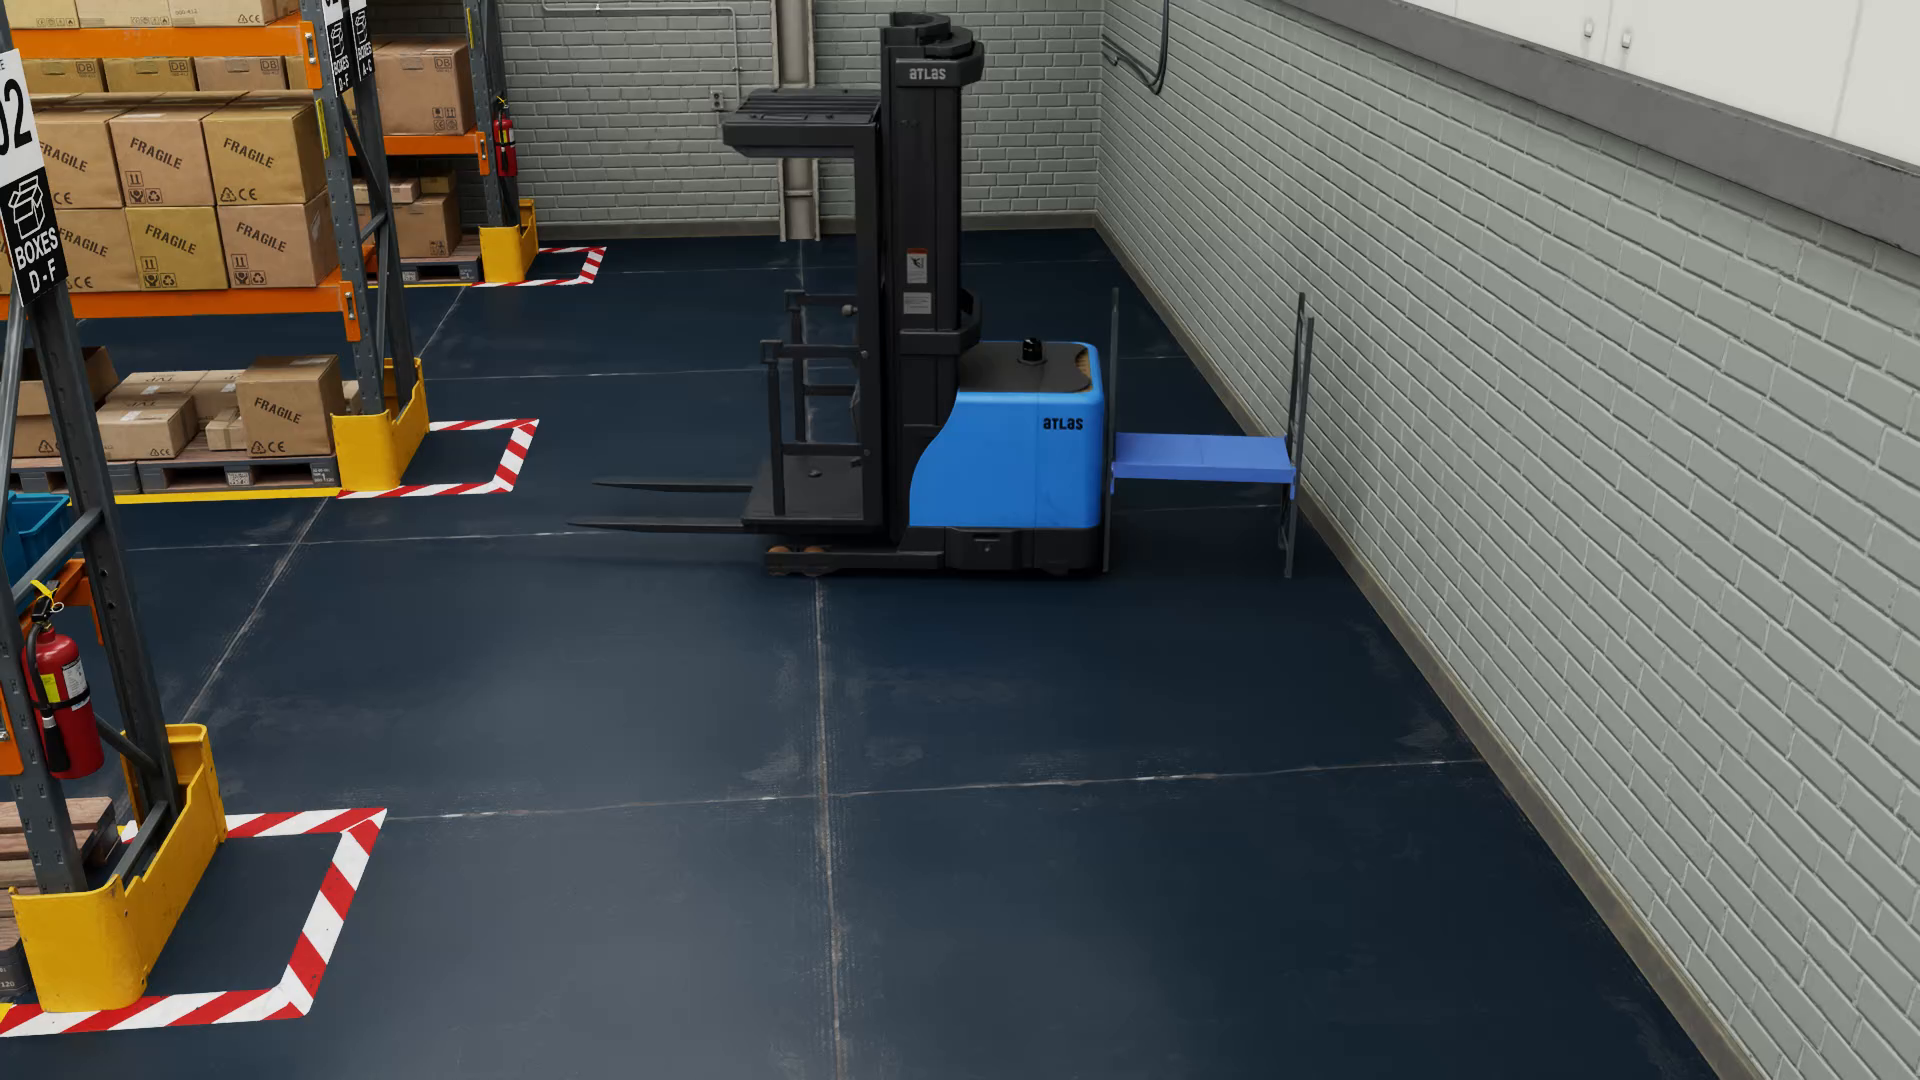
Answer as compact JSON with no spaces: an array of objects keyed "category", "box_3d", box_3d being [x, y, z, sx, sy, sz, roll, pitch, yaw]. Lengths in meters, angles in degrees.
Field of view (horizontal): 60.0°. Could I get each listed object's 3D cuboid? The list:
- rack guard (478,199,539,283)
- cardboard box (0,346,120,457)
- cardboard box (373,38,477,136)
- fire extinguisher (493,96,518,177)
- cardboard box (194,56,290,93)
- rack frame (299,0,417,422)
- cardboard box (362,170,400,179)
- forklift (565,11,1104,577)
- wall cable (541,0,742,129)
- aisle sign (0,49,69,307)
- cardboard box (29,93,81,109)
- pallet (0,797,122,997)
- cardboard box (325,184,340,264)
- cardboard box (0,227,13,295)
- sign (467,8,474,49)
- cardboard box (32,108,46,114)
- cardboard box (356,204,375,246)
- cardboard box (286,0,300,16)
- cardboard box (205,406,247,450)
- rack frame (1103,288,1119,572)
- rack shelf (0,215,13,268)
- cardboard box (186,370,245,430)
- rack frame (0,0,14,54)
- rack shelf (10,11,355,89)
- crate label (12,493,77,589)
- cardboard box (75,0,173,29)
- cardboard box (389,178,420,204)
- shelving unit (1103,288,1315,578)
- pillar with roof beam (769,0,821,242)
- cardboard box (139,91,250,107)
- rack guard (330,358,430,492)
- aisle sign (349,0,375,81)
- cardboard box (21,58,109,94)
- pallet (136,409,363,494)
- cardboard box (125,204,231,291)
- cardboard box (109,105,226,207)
[{"category":"rack guard","box_3d":[-4.163,-2.776,15.380,0.348,0.500,1.175,-2,24,-5]},{"category":"cardboard box","box_3d":[-5.807,-0.893,10.598,0.637,0.503,0.797,-2,24,-5]},{"category":"cardboard box","box_3d":[-4.693,-4.030,14.755,0.700,0.700,0.980,-1,24,-3]},{"category":"fire extinguisher","box_3d":[-3.991,-3.531,14.556,0.183,0.674,0.296,-2,24,-5]},{"category":"cardboard box","box_3d":[-6.176,-3.970,14.619,0.700,0.700,0.980,-3,24,-8]},{"category":"rack frame","box_3d":[-3.696,-1.915,10.366,0.127,3.000,1.000,-2,24,-5]},{"category":"cardboard box","box_3d":[-5.273,-3.260,15.154,0.250,0.149,0.380,-2,24,-5]},{"category":"forklift","box_3d":[-0.713,-1.346,9.169,3.031,2.935,1.130,1,24,2]},{"category":"wall cable","box_3d":[-3.005,-4.815,15.639,1.851,1.984,0.084,-2,24,-5]},{"category":"aisle sign","box_3d":[-3.170,-1.224,5.610,0.004,0.787,0.394,-2,24,-5]},{"category":"cardboard box","box_3d":[-5.687,-2.444,10.202,0.500,0.500,0.500,-3,24,-6]},{"category":"pallet","box_3d":[-4.037,1.378,6.389,1.213,0.211,1.003,-2,24,-5]},{"category":"cardboard box","box_3d":[-4.163,-2.050,10.546,0.500,0.500,0.500,-2,24,-4]},{"category":"cardboard box","box_3d":[-5.629,-1.773,9.923,0.500,0.500,0.500,-3,24,-6]},{"category":"sign","box_3d":[-4.147,-4.335,14.093,0.005,0.325,0.100,-2,24,-5]},{"category":"cardboard box","box_3d":[-5.641,-2.225,9.710,0.500,0.500,0.500,-2,24,-4]},{"category":"cardboard box","box_3d":[-5.371,-2.879,15.094,0.500,0.500,0.700,-2,24,-5]},{"category":"cardboard box","box_3d":[-4.232,-3.300,9.972,0.500,0.250,0.500,-2,24,-5]},{"category":"cardboard box","box_3d":[-4.625,-0.721,10.625,0.250,0.166,0.380,-2,24,-5]},{"category":"rack frame","box_3d":[0.840,-0.608,9.271,0.032,1.500,0.500,2,24,4]},{"category":"rack shelf","box_3d":[-5.203,-0.875,5.219,4.000,0.370,1.077,-2,24,-5]},{"category":"cardboard box","box_3d":[-4.762,-0.933,10.999,0.500,0.250,0.500,-2,24,-5]},{"category":"rack frame","box_3d":[-3.213,-2.654,4.643,0.127,3.000,1.000,-2,24,-5]},{"category":"rack shelf","box_3d":[-5.686,-2.877,9.723,4.000,0.370,1.077,-2,24,-5]},{"category":"crate label","box_3d":[-3.491,0.013,6.160,0.303,0.233,0.416,-2,24,-5]},{"category":"cardboard box","box_3d":[-4.680,-3.075,9.466,0.500,0.250,0.500,-2,24,-5]},{"category":"cardboard box","box_3d":[-4.983,-3.116,14.830,0.250,0.149,0.380,-3,24,-6]},{"category":"shelving unit","box_3d":[1.346,-0.590,9.232,1.048,1.500,0.538,2,24,4]},{"category":"pillar with roof beam","box_3d":[-1.161,-5.376,10.766,0.400,9.000,9.100,-2,24,-5]},{"category":"cardboard box","box_3d":[-4.683,-2.483,10.289,0.500,0.500,0.500,-2,24,-5]},{"category":"rack guard","box_3d":[-3.772,-0.770,10.867,0.348,0.500,1.175,-2,24,-5]},{"category":"aisle sign","box_3d":[-3.657,-3.225,10.111,0.004,0.787,0.394,-2,24,-5]},{"category":"cardboard box","box_3d":[-7.626,-3.910,14.484,0.700,0.700,0.980,-2,24,-4]},{"category":"pallet","box_3d":[-4.565,-0.606,10.853,1.213,0.211,1.003,-2,24,-5]},{"category":"cardboard box","box_3d":[-4.631,-1.811,10.008,0.500,0.500,0.500,-2,24,-5]},{"category":"cardboard box","box_3d":[-4.614,-2.269,9.807,0.500,0.500,0.500,-2,24,-4]}]
